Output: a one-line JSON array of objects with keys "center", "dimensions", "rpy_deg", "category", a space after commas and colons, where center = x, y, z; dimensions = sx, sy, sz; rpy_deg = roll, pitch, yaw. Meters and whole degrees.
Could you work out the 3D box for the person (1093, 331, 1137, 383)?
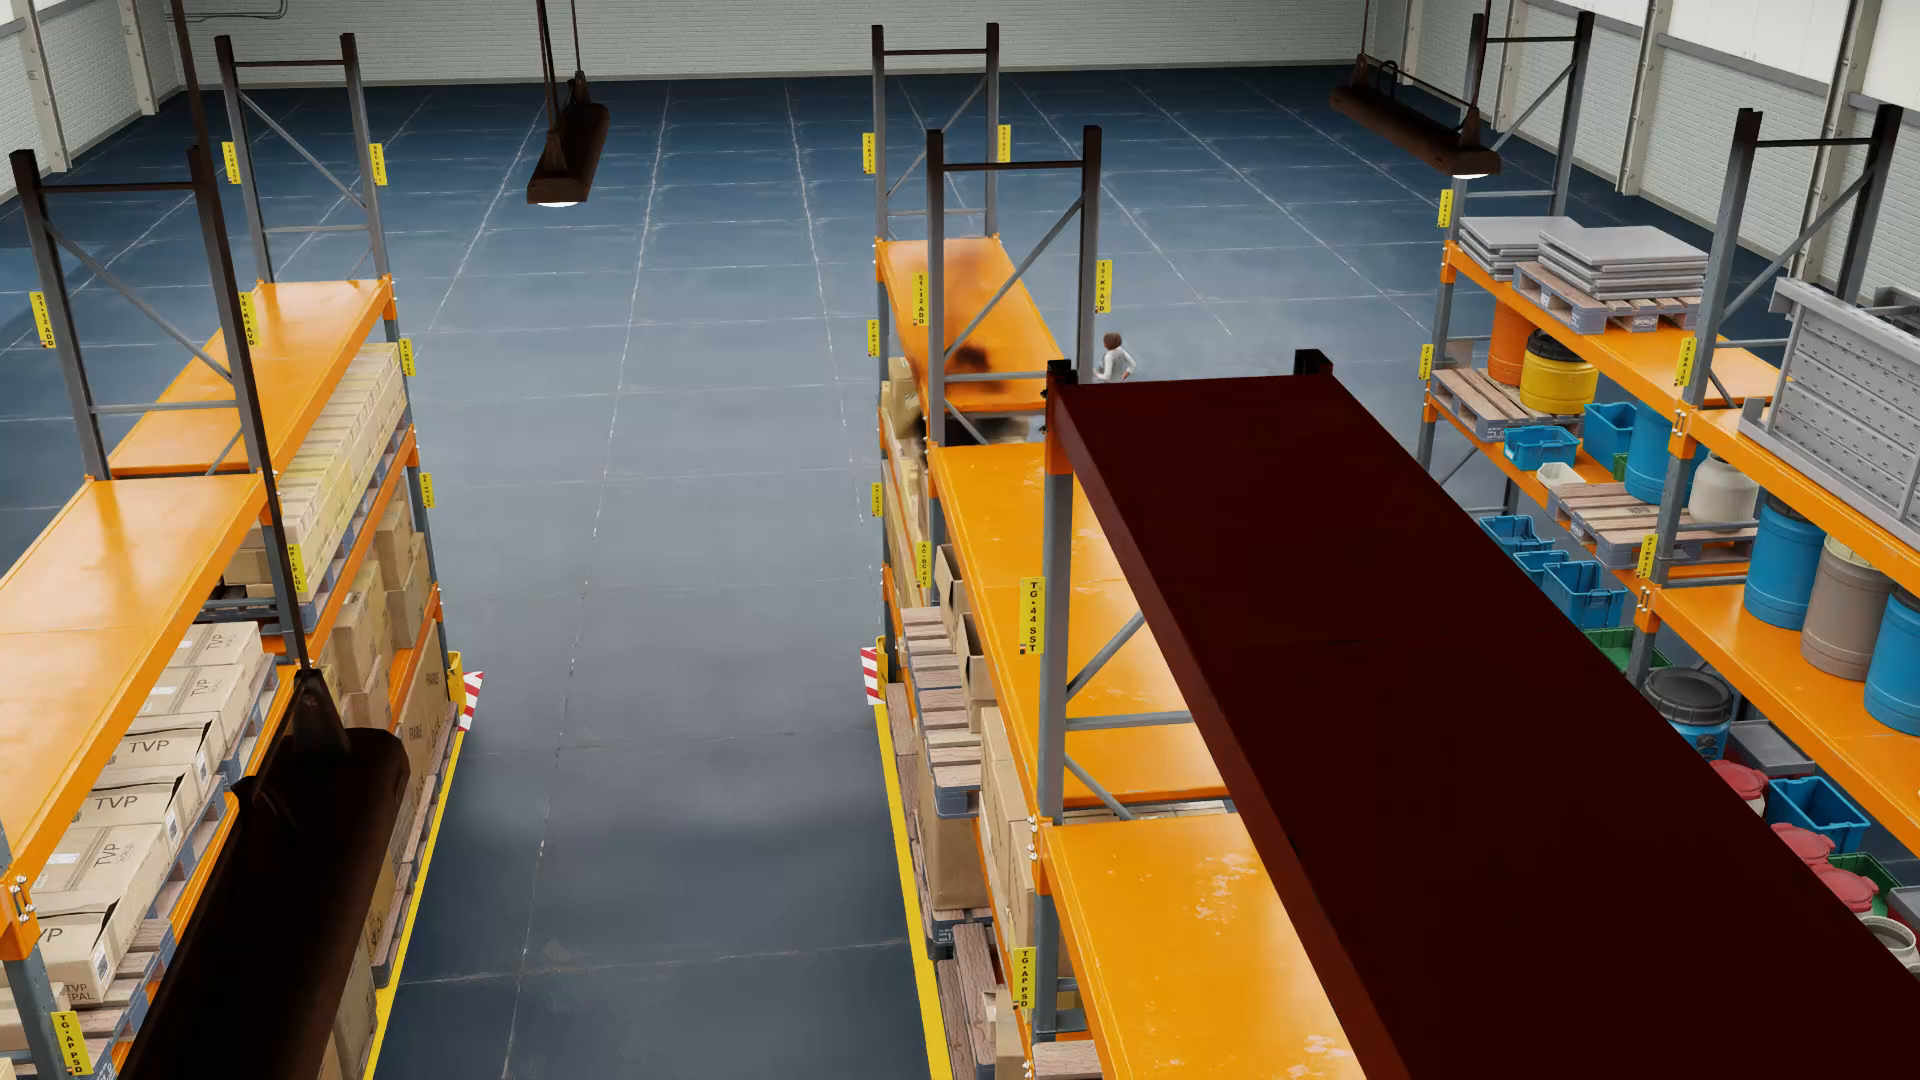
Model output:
[{"center": [1.888, -1.754, 20.333], "dimensions": [0.792, 1.626, 0.519], "rpy_deg": [9, 27, 18], "category": "person"}]
